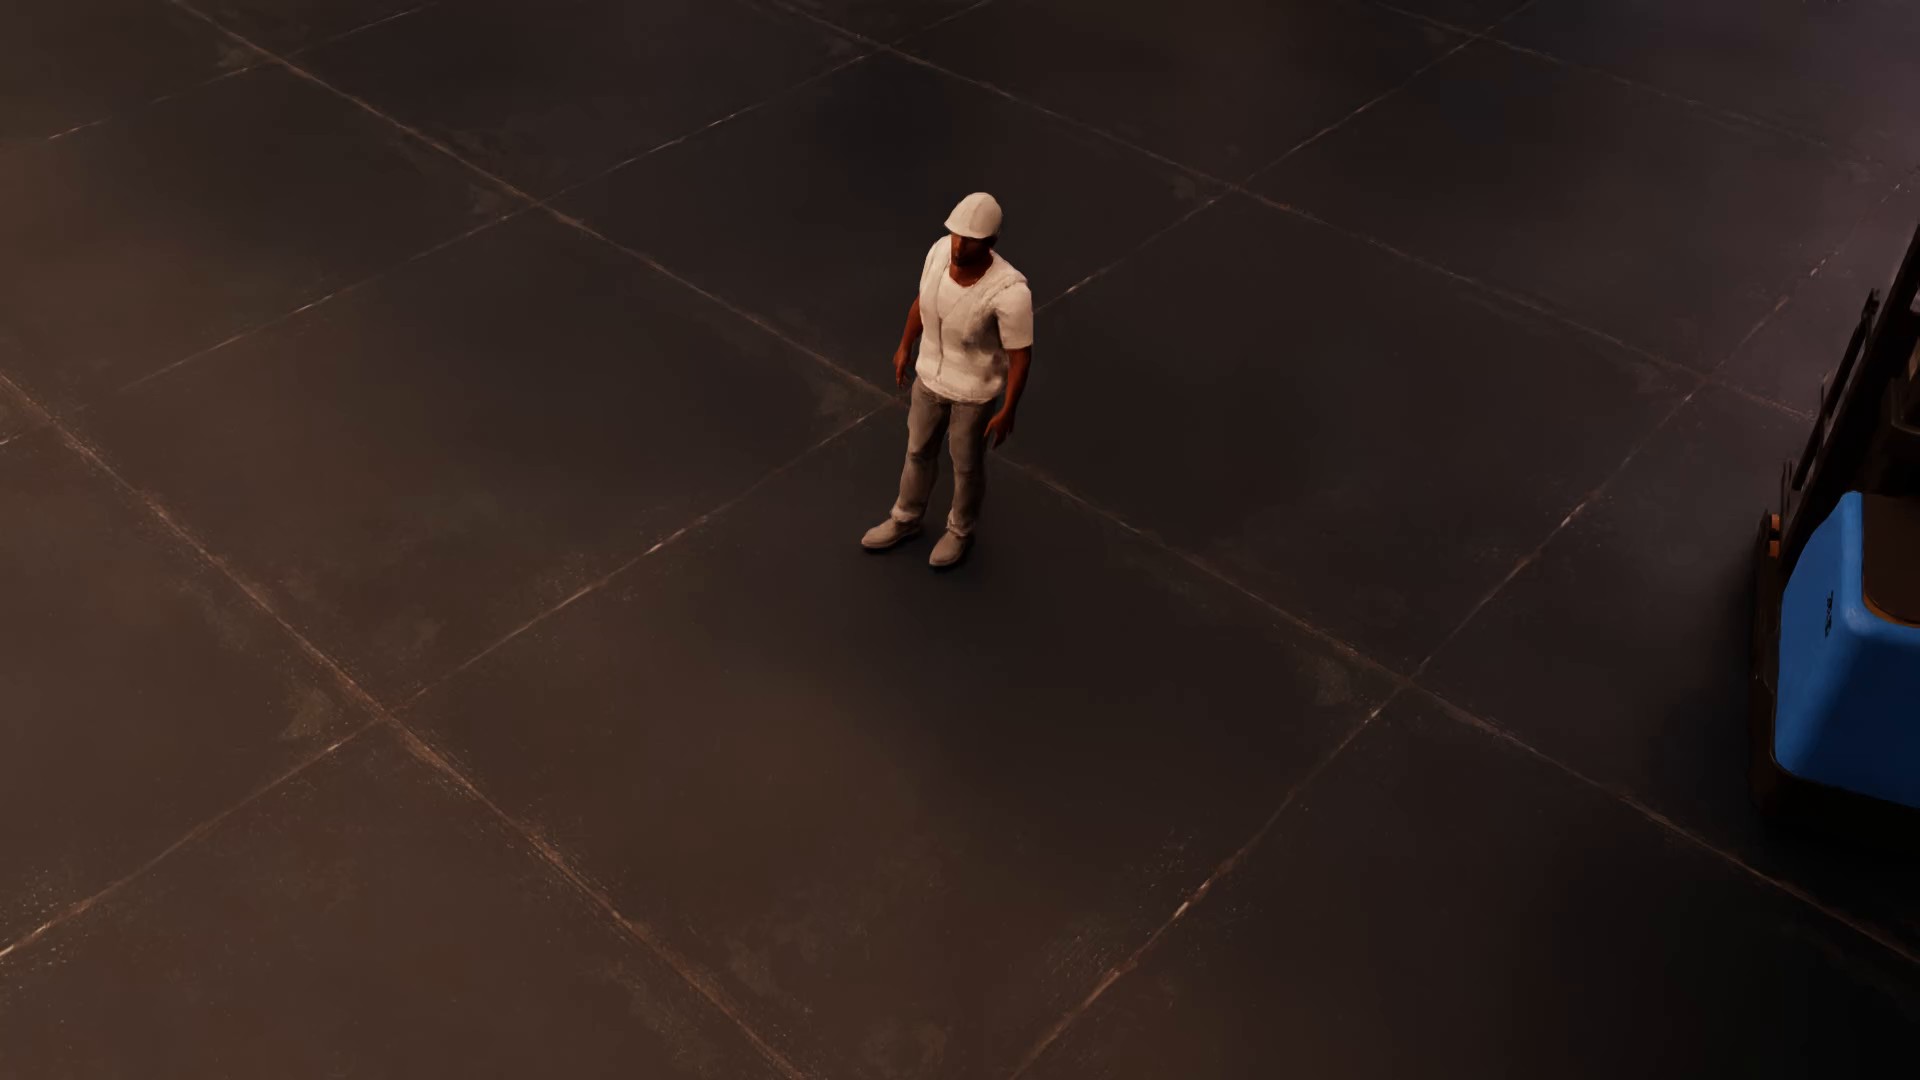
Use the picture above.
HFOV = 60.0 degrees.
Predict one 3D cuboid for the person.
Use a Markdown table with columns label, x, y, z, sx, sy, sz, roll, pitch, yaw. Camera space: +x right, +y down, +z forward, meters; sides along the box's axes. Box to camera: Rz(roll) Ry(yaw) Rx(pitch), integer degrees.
| label | x | y | z | sx | sy | sz | roll | pitch | yaw |
| --- | --- | --- | --- | --- | --- | --- | --- | --- | --- |
| person | -0.051 | -0.642 | 7.066 | 0.665 | 1.760 | 0.576 | 31 | 49 | 31 |

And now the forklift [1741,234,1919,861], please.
| label | x | y | z | sx | sy | sz | roll | pitch | yaw |
| --- | --- | --- | --- | --- | --- | --- | --- | --- | --- |
| forklift | 4.104 | -0.789 | 6.347 | 1.130 | 2.935 | 3.031 | 17 | 43 | 19 |
